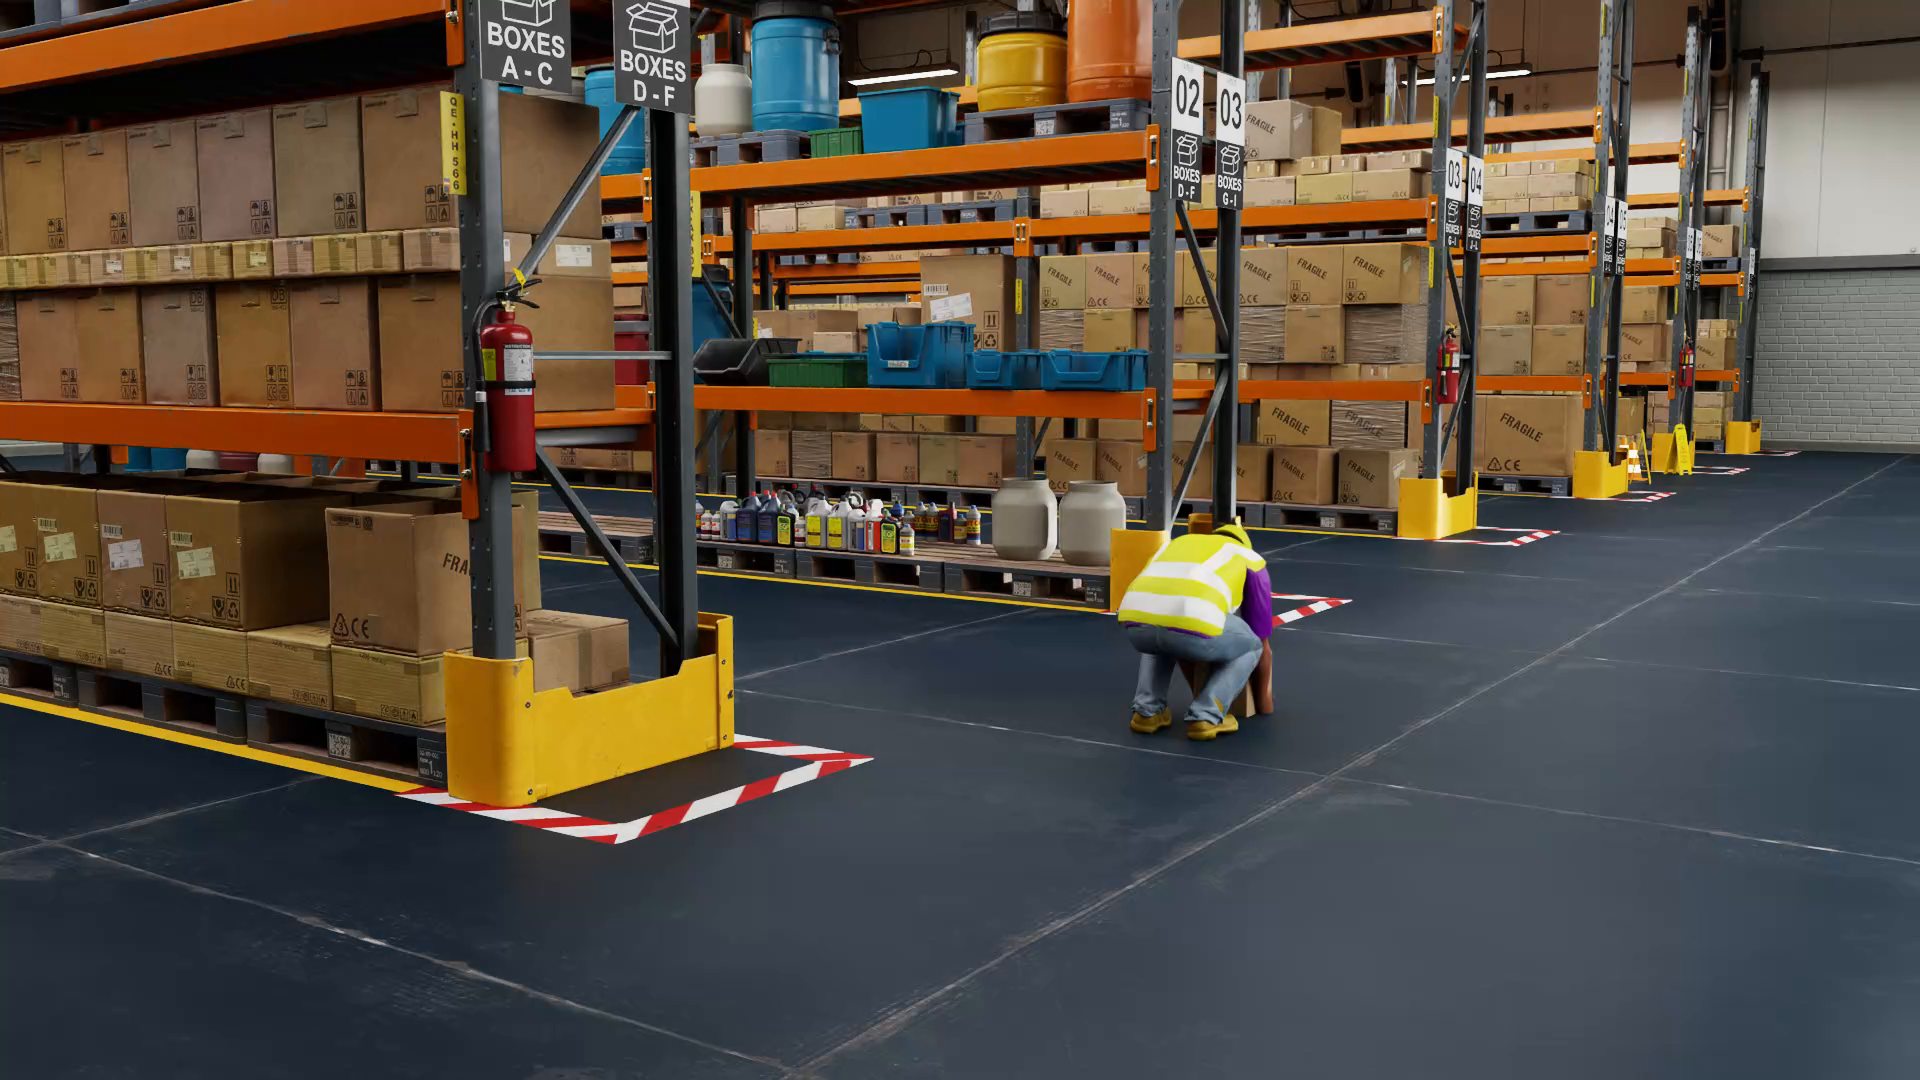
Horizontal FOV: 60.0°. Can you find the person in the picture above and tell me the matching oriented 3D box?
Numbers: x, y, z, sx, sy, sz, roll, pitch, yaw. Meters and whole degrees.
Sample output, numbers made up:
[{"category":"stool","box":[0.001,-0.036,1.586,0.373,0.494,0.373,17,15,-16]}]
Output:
[{"category":"person","box":[0.974,0.381,6.849,0.529,0.827,0.955,4,7,32]}]
